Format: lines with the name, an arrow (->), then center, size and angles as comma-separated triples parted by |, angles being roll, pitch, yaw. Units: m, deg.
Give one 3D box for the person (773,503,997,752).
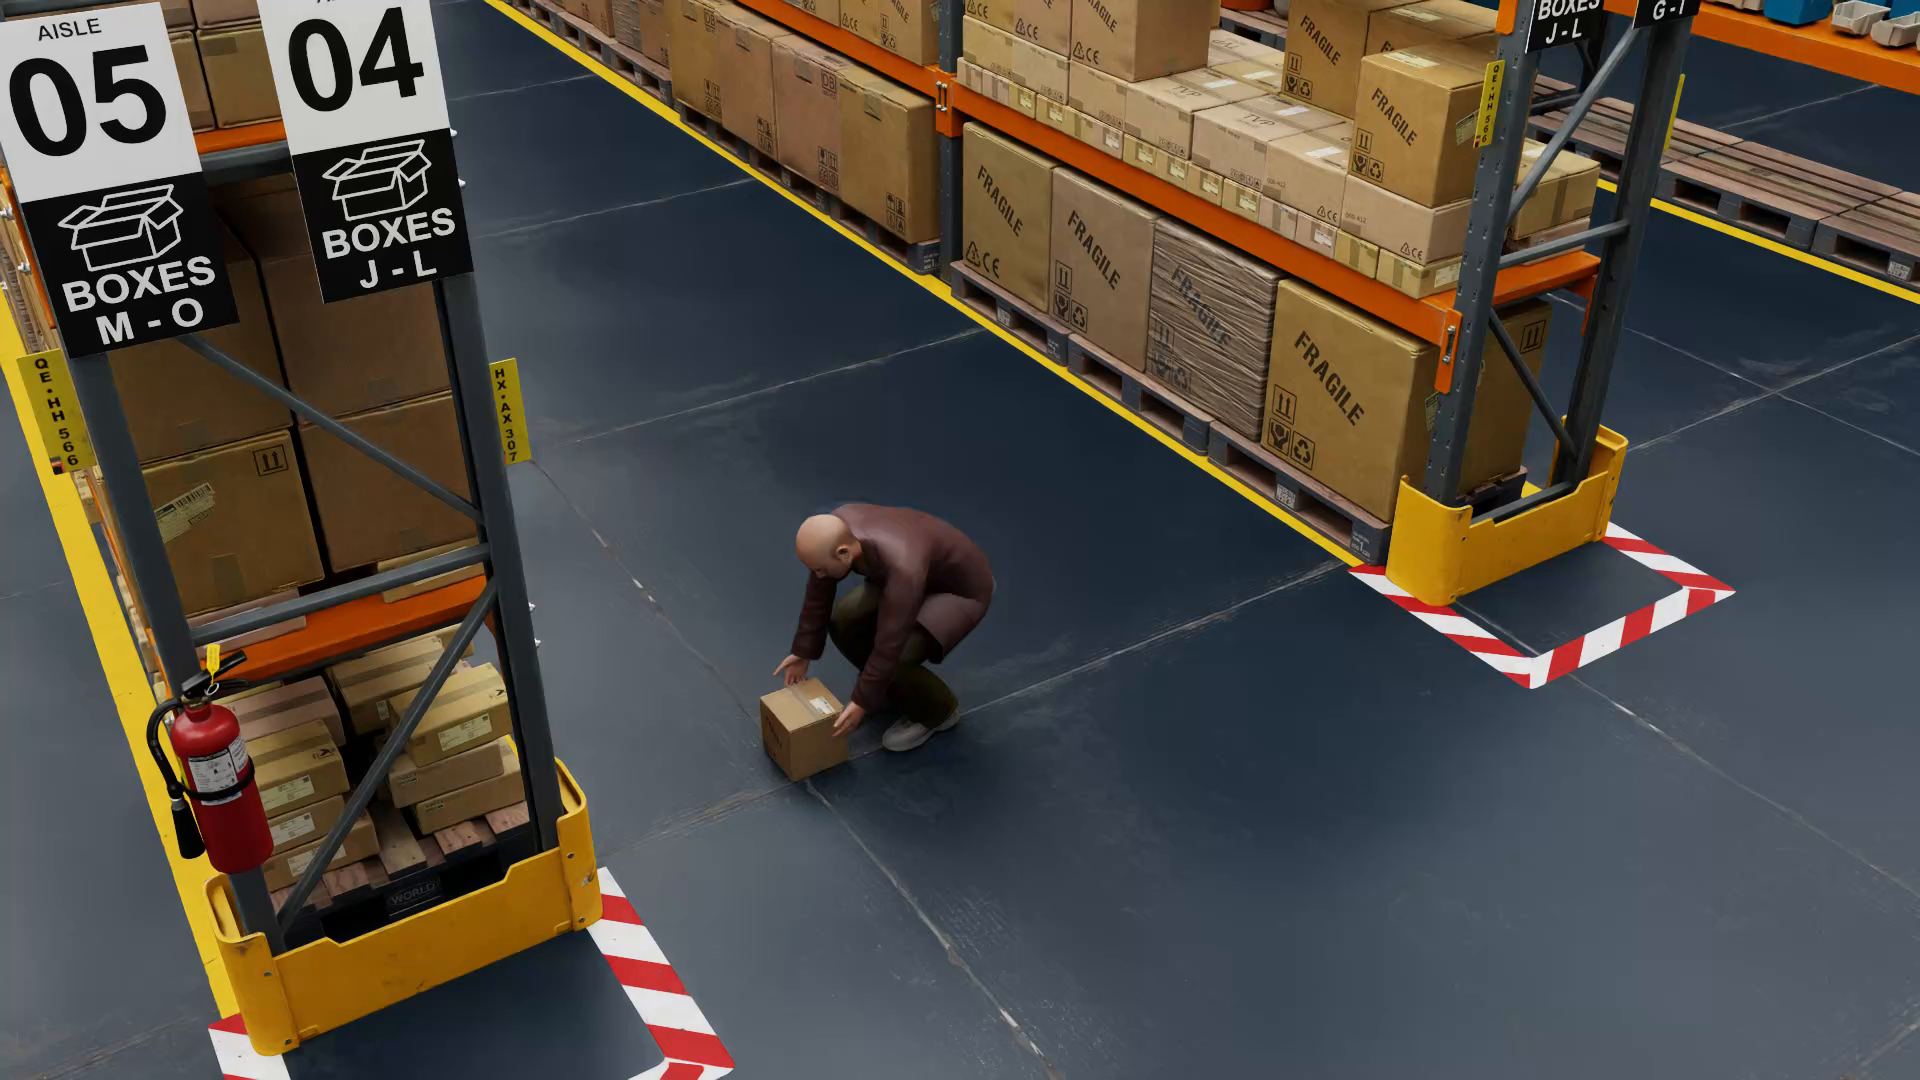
person -> -0.250, 0.278, 6.348 | 0.861, 1.099, 0.613 | -19, 37, -27
